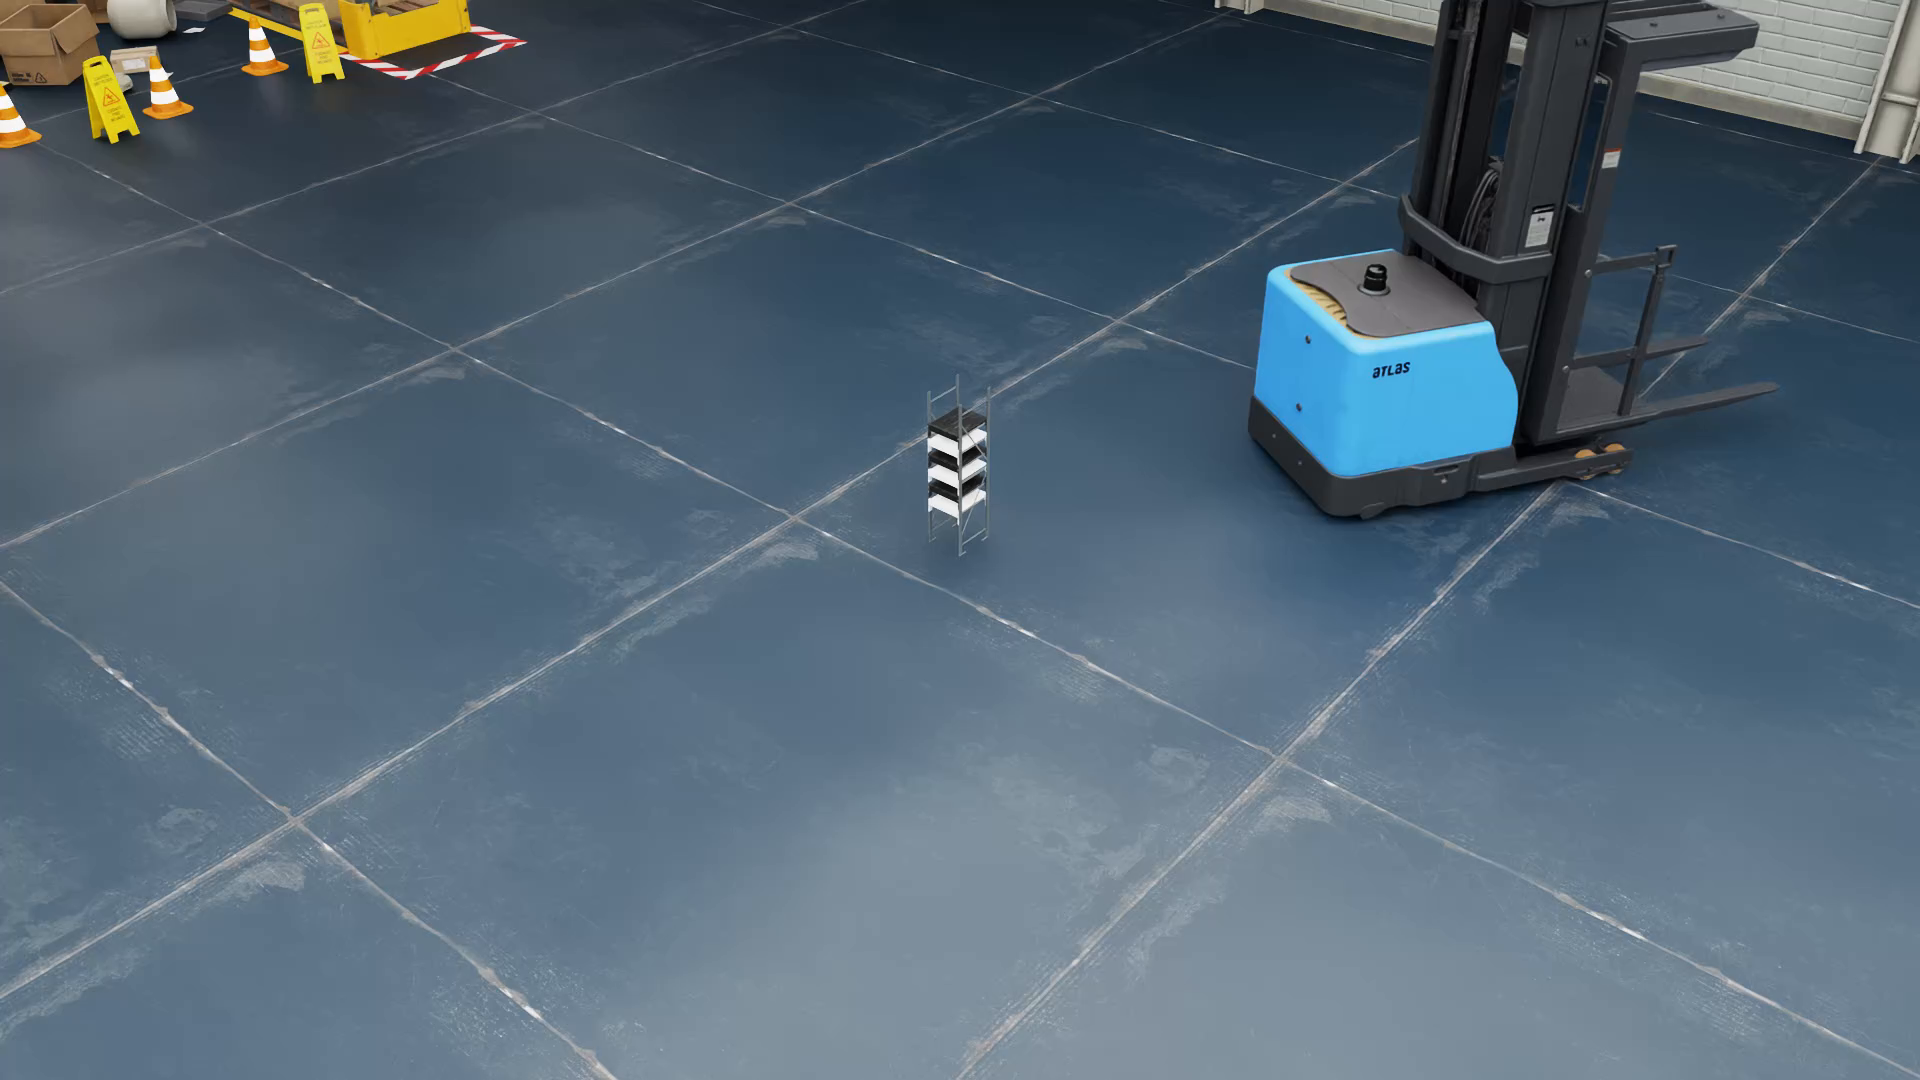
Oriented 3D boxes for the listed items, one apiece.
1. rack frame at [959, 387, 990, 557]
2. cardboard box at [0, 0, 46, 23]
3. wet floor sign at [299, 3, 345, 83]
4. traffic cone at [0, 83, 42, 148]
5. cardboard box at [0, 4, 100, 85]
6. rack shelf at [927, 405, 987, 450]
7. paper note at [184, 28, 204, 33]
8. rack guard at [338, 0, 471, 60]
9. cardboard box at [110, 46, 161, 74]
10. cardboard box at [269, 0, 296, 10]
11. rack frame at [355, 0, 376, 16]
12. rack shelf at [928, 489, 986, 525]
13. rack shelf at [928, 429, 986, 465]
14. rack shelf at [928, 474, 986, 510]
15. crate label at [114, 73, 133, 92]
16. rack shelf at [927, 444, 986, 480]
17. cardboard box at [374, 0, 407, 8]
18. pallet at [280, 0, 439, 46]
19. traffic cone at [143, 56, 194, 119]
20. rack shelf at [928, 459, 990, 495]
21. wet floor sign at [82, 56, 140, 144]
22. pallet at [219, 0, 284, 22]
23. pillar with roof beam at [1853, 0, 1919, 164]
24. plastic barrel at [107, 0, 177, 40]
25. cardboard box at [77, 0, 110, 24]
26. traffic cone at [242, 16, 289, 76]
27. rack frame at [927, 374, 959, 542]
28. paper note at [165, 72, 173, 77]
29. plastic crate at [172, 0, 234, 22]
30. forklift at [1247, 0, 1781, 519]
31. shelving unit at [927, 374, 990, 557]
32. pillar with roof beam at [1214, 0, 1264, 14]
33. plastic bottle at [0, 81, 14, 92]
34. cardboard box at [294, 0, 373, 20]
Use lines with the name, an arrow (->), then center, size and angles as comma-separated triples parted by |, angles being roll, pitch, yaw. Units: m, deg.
rack frame -> 0.072, -0.337, 8.446 | 0.006, 0.900, 0.240 | 25, 42, 32
cardboard box -> -8.761, -4.762, 15.120 | 0.503, 0.637, 0.797 | 25, 42, 32
wet floor sign -> -5.606, -4.361, 14.530 | 0.267, 0.644, 0.232 | -18, 38, -25
traffic cone -> -7.656, -3.440, 13.350 | 0.334, 0.463, 0.336 | 25, 42, 32
cardboard box -> -8.037, -4.371, 14.671 | 0.637, 0.503, 0.797 | 0, 34, 0
rack shelf -> -0.006, -0.569, 8.366 | 0.200, 0.077, 0.258 | 25, 42, 32
paper note -> -7.262, -4.840, 15.771 | 0.148, 0.019, 0.142 | 12, 36, 16
rack guard -> -5.126, -4.863, 15.389 | 0.348, 0.500, 1.175 | 25, 42, 32
cardboard box -> -7.367, -4.286, 14.860 | 0.380, 0.149, 0.250 | -12, 36, -17
cardboard box -> -6.254, -5.272, 15.835 | 0.500, 0.250, 0.500 | 25, 42, 32
rack frame -> -5.067, -5.866, 14.641 | 0.127, 3.000, 1.000 | 25, 42, 32
rack shelf -> -0.006, -0.198, 8.620 | 0.200, 0.077, 0.258 | 25, 42, 32
rack shelf -> -0.006, -0.495, 8.417 | 0.200, 0.077, 0.258 | 25, 42, 32
rack shelf -> -0.006, -0.272, 8.569 | 0.200, 0.077, 0.258 | 25, 42, 32
crate label -> -7.316, -3.932, 14.354 | 0.298, 0.136, 0.250 | 6, 35, 8
rack shelf -> -0.006, -0.421, 8.467 | 0.200, 0.077, 0.258 | 25, 42, 32
cardboard box -> -5.510, -5.318, 15.902 | 0.500, 0.250, 0.500 | 25, 42, 31
pallet -> -5.727, -5.053, 15.922 | 1.213, 0.211, 1.003 | 25, 42, 32
traffic cone -> -6.672, -3.808, 13.887 | 0.334, 0.463, 0.336 | 25, 42, 32
rack shelf -> -0.006, -0.346, 8.518 | 0.200, 0.077, 0.258 | 25, 42, 32
wet floor sign -> -6.868, -3.556, 13.358 | 0.232, 0.644, 0.267 | 18, 38, 24
pallet -> -6.661, -5.495, 16.565 | 1.213, 0.211, 1.003 | 25, 42, 32
pillar with roof beam -> 4.615, -4.924, 7.971 | 0.400, 9.000, 9.100 | 25, 42, 32
plastic barrel -> -7.623, -4.893, 15.501 | 0.512, 0.421, 0.421 | -6, 35, -8
cardboard box -> -8.189, -5.305, 16.031 | 0.500, 0.500, 0.500 | -6, 35, -8
traffic cone -> -6.223, -4.414, 14.769 | 0.334, 0.463, 0.336 | 25, 42, 32
rack frame -> -0.084, -0.411, 8.553 | 0.006, 0.900, 0.240 | 25, 42, 32
paper note -> -7.067, -4.118, 14.719 | 0.142, 0.019, 0.148 | 12, 36, 16
plastic crate -> -7.459, -5.186, 16.230 | 0.583, 0.080, 0.402 | 12, 36, 16
forklift -> 3.224, -1.814, 8.802 | 3.031, 2.935, 1.130 | -11, 36, -15
shelving unit -> -0.006, -0.374, 8.500 | 0.210, 0.900, 0.258 | 25, 42, 32
pillar with roof beam -> 0.004, -7.098, 11.136 | 0.400, 9.000, 9.100 | 25, 42, 32
plastic bottle -> -8.375, -3.938, 14.431 | 0.283, 0.061, 0.133 | 12, 36, 16
cardboard box -> -5.879, -5.090, 15.570 | 0.500, 0.250, 0.500 | 25, 42, 32
